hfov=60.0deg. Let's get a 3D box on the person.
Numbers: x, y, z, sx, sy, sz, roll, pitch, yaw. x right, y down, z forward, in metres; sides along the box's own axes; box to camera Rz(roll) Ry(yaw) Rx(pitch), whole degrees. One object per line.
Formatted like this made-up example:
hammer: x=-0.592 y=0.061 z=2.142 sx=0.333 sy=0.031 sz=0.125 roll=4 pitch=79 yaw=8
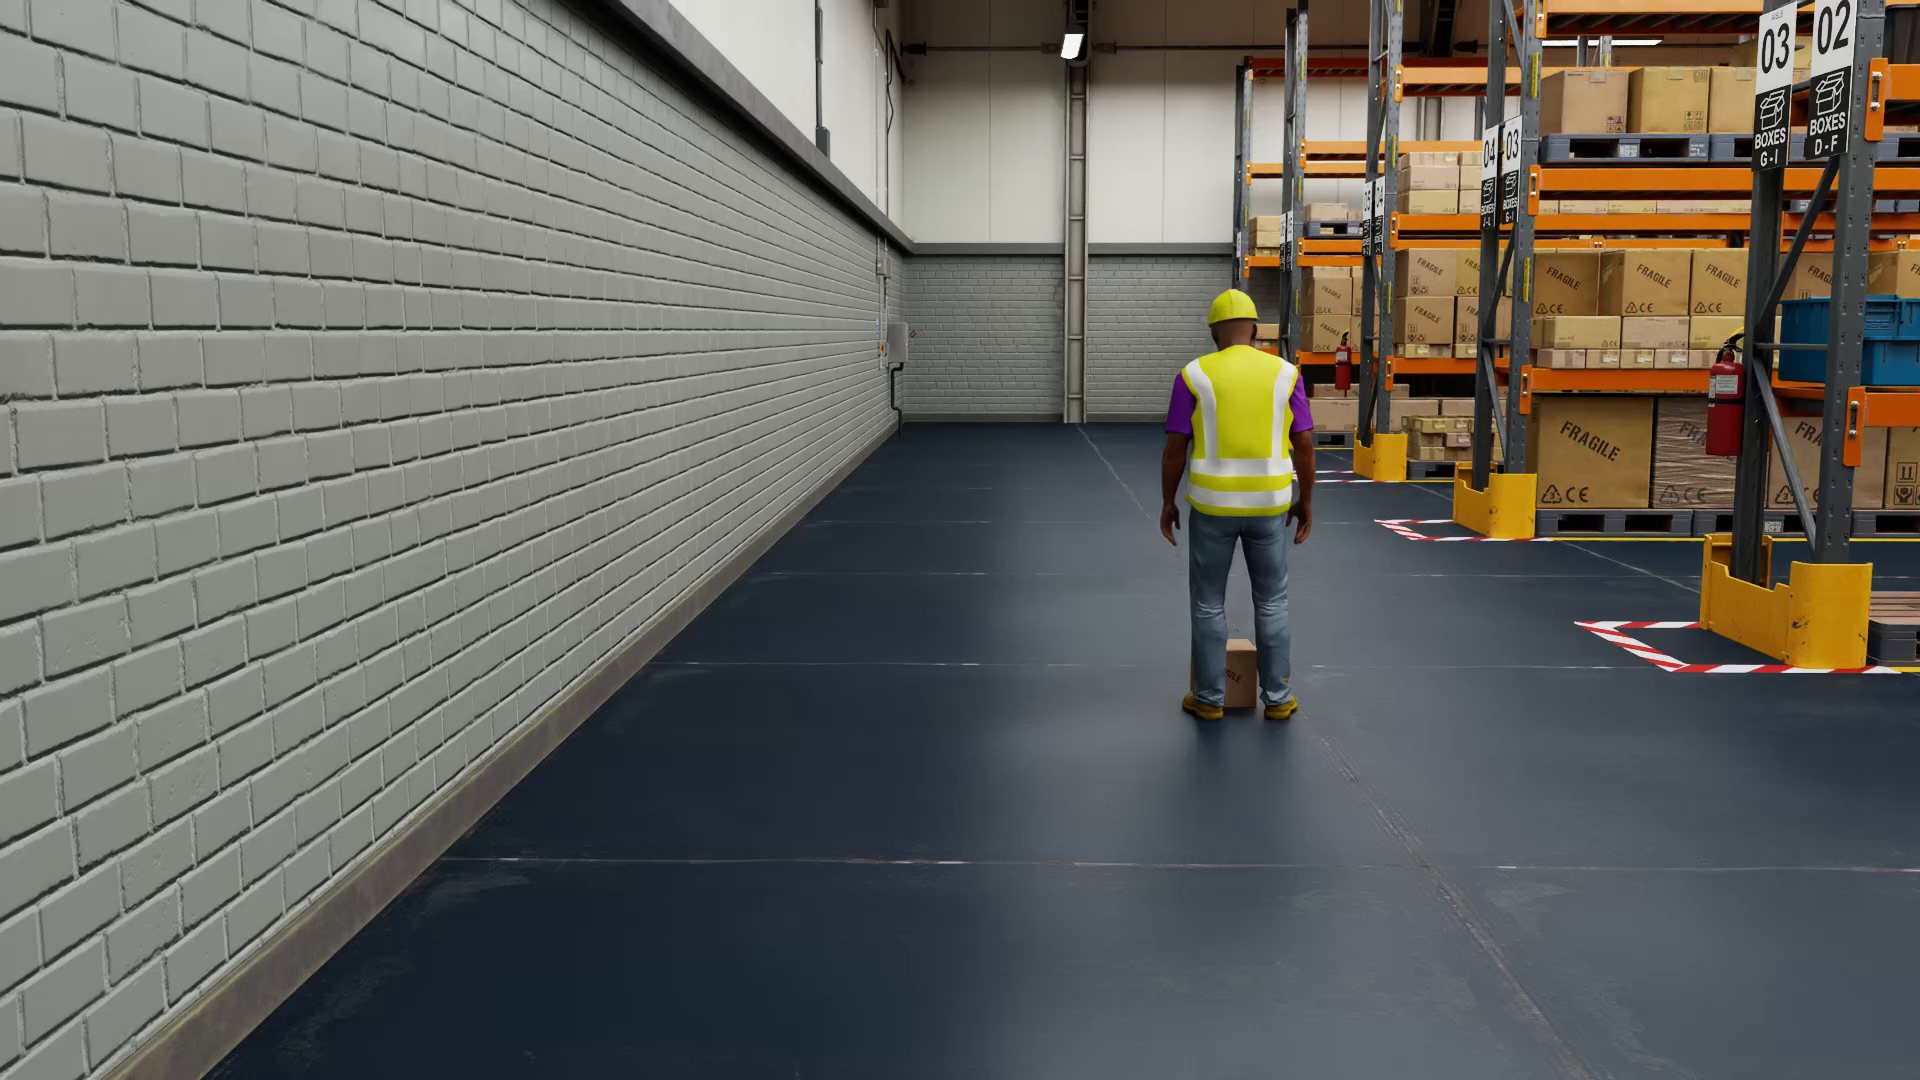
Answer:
person: x=1.142 y=-0.146 z=6.859 sx=0.635 sy=1.760 sz=0.463 roll=0 pitch=7 yaw=0
